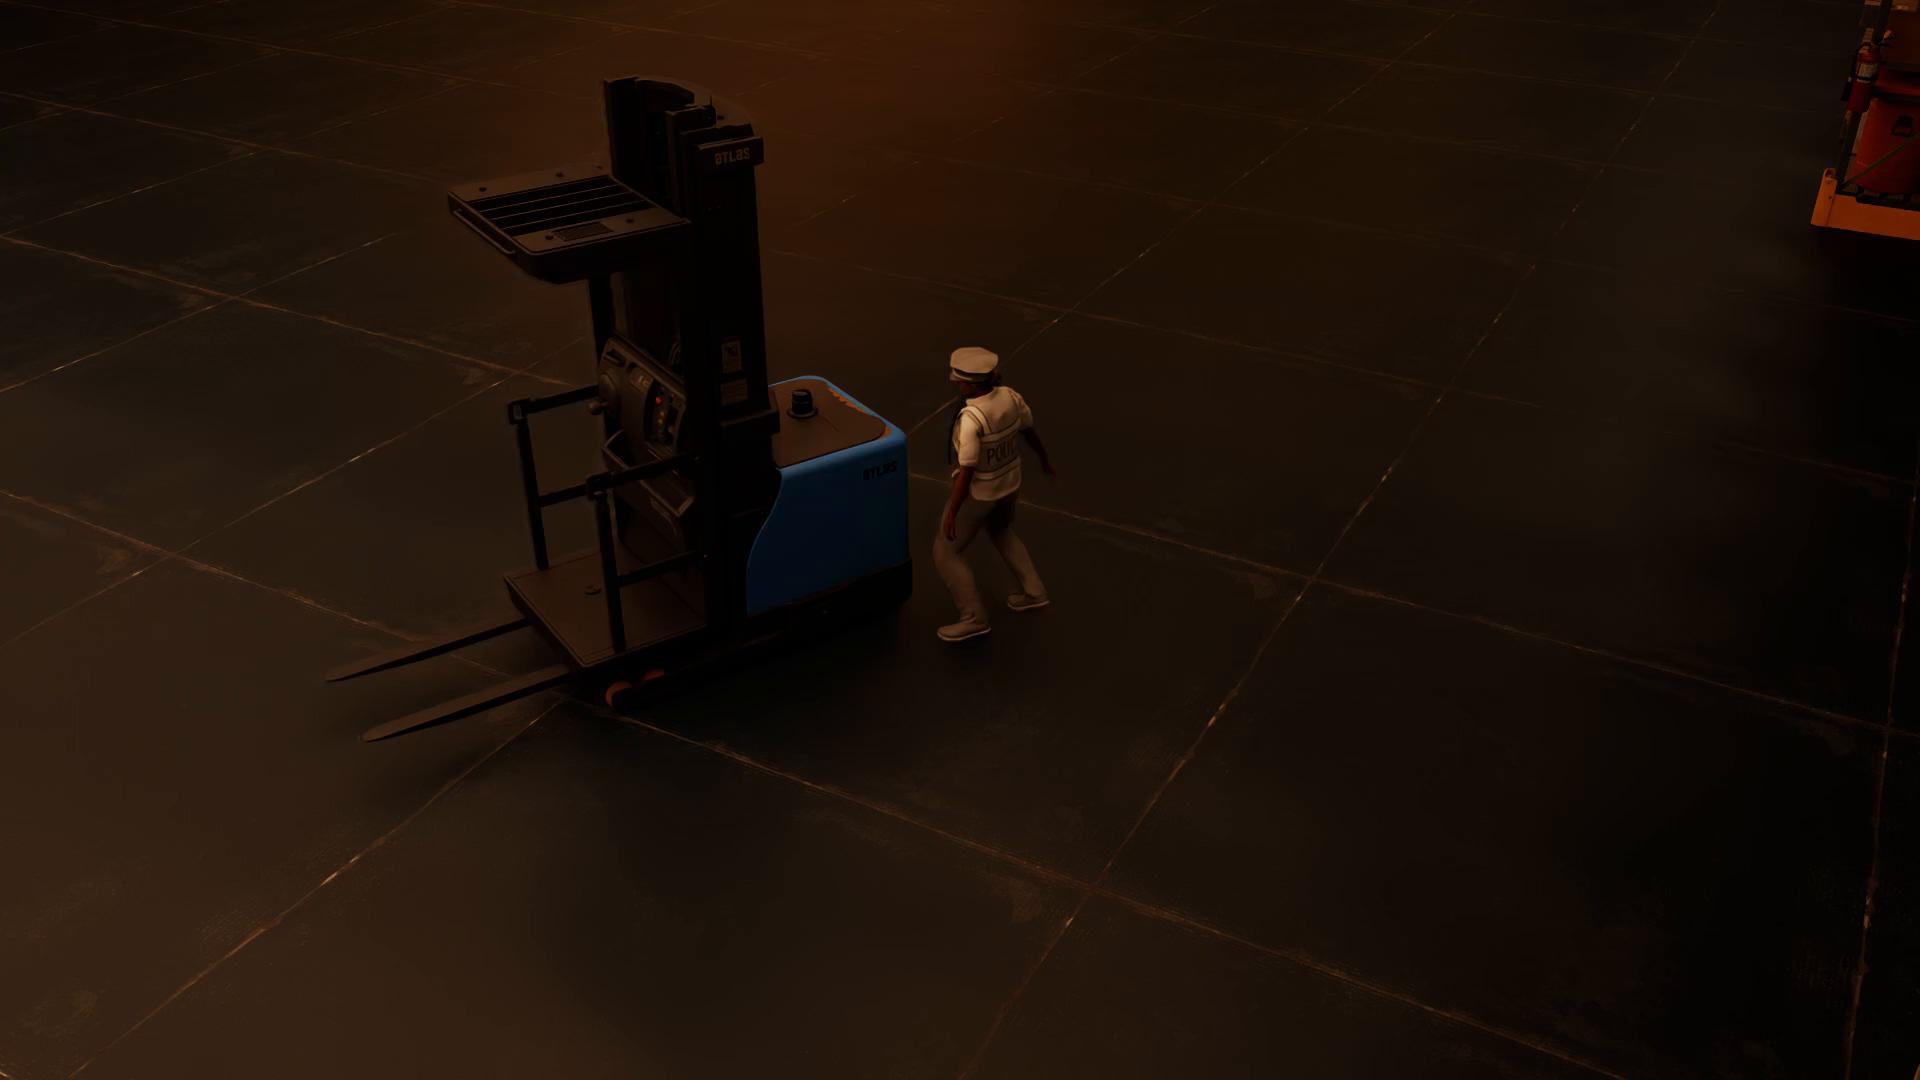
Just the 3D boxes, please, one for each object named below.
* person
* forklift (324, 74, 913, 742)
[{"bbox_3d":[0.216,-0.268,8.896,0.466,1.592,0.817,26,39,37],"label":"person"},{"bbox_3d":[-1.769,-0.686,8.259,3.031,2.935,1.130,-19,35,-30],"label":"forklift"}]
